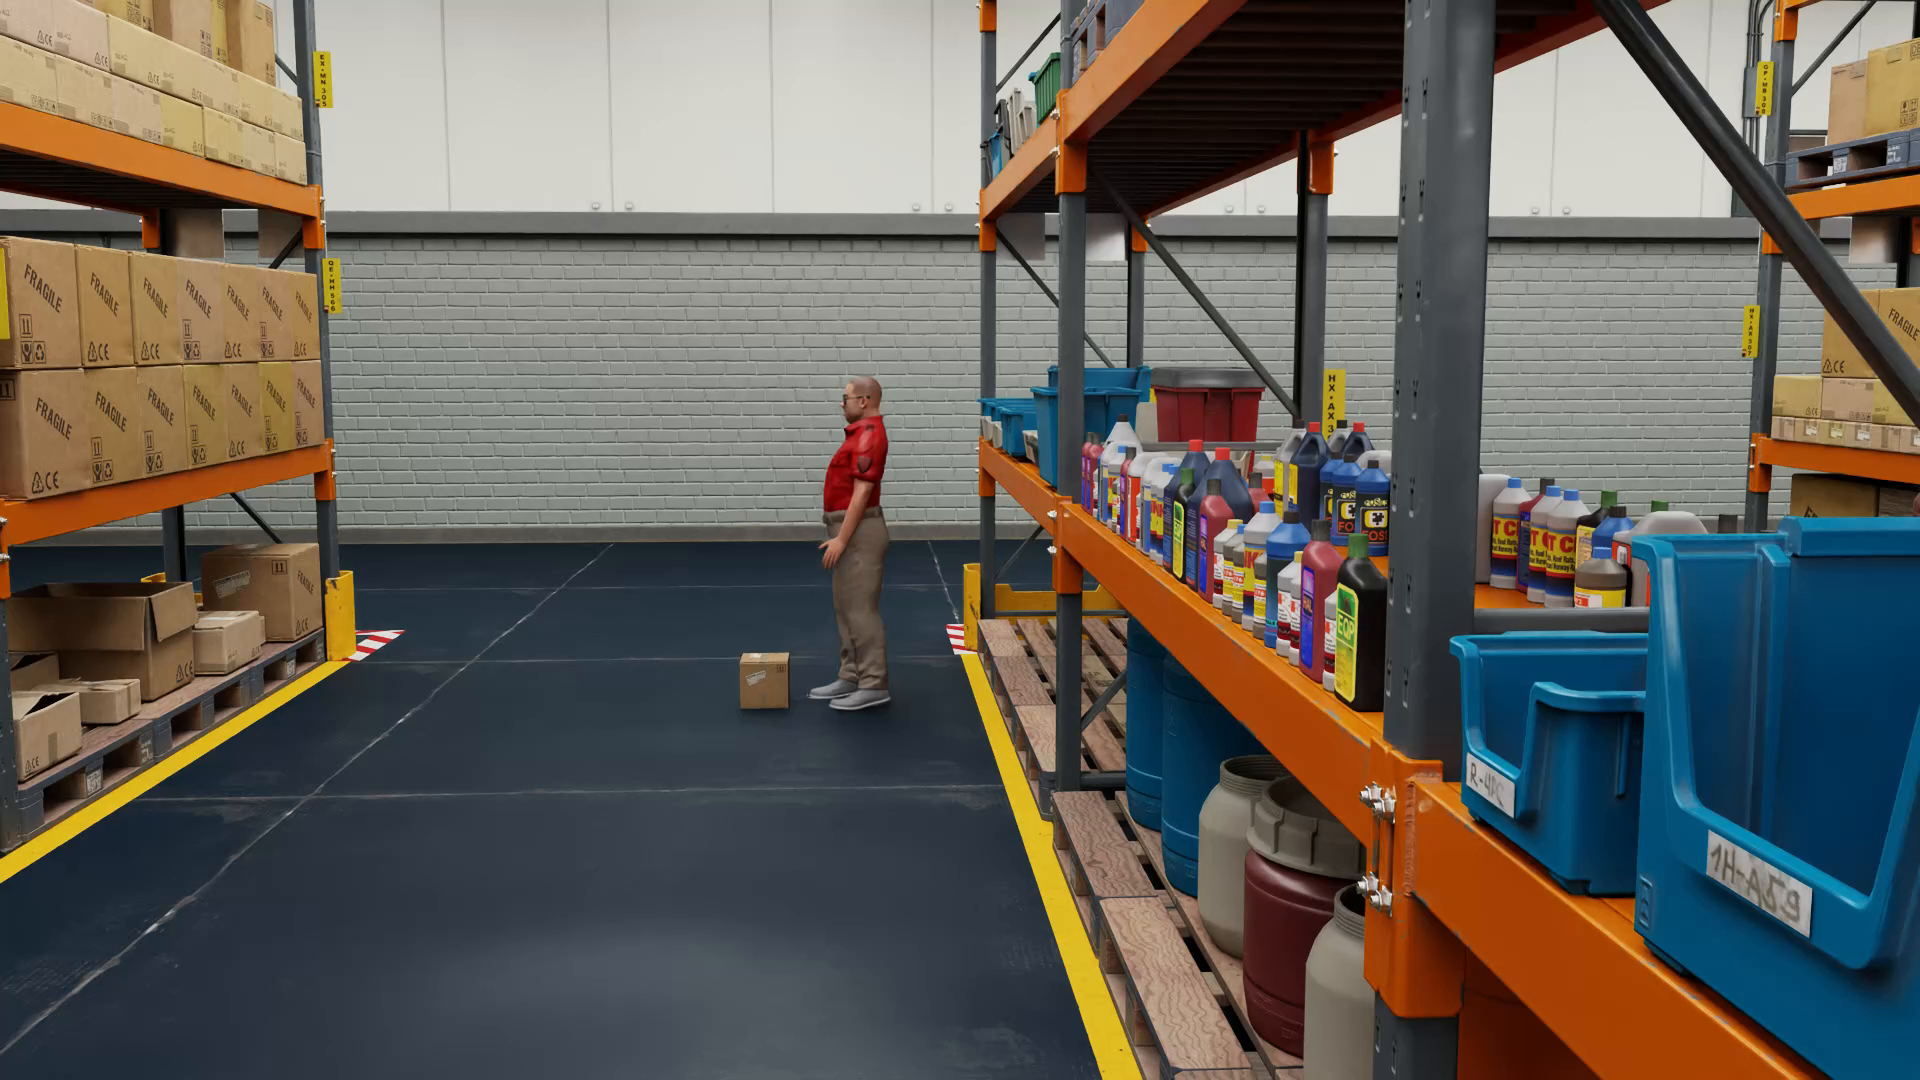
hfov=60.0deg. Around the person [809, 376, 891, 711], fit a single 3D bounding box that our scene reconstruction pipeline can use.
[{"bbox_3d":[-0.590,0.010,8.748,0.434,1.740,0.558,0,7,-3],"label":"person"}]
